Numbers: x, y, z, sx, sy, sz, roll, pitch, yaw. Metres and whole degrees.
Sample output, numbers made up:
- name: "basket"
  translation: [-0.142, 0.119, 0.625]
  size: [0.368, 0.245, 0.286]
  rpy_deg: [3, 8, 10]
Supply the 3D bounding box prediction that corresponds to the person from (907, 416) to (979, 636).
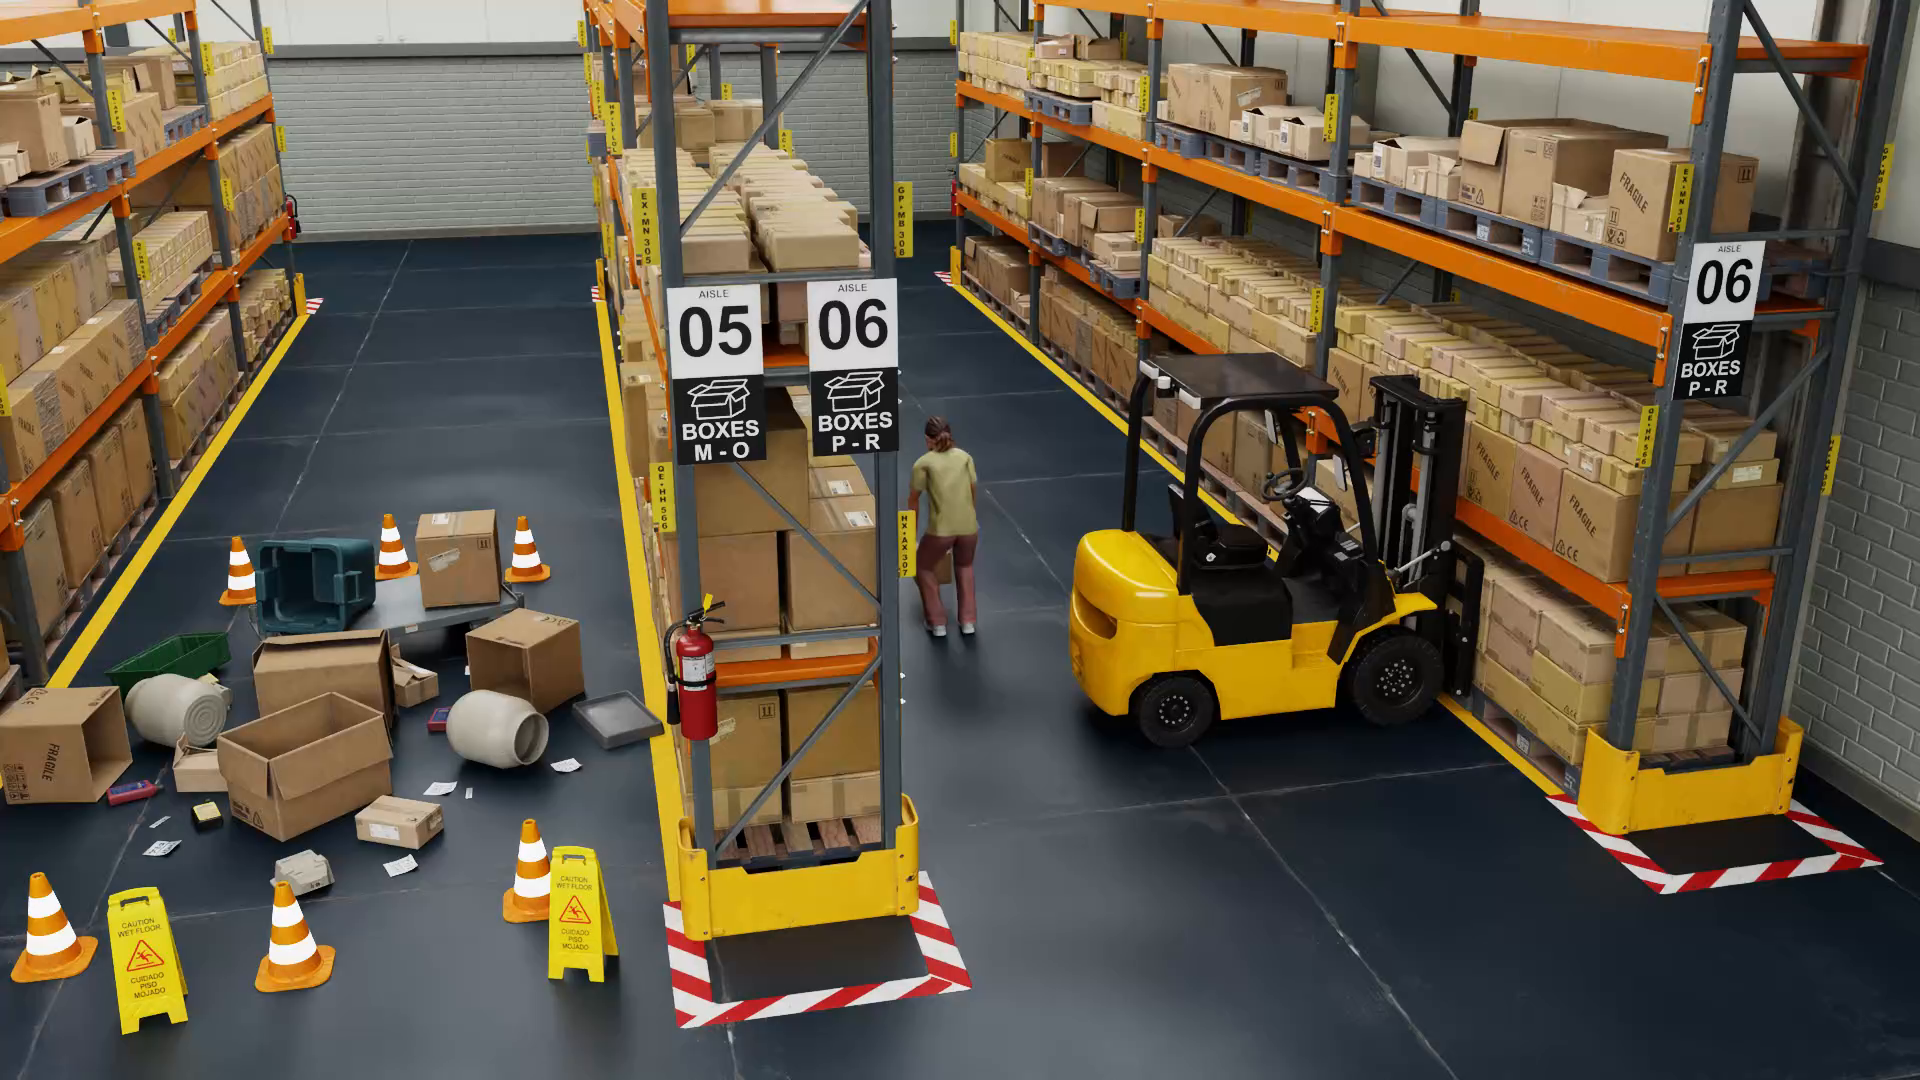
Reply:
- name: "person"
  translation: [-0.115, -0.088, 11.569]
  size: [0.498, 1.515, 0.533]
  rpy_deg: [-5, 20, -14]
